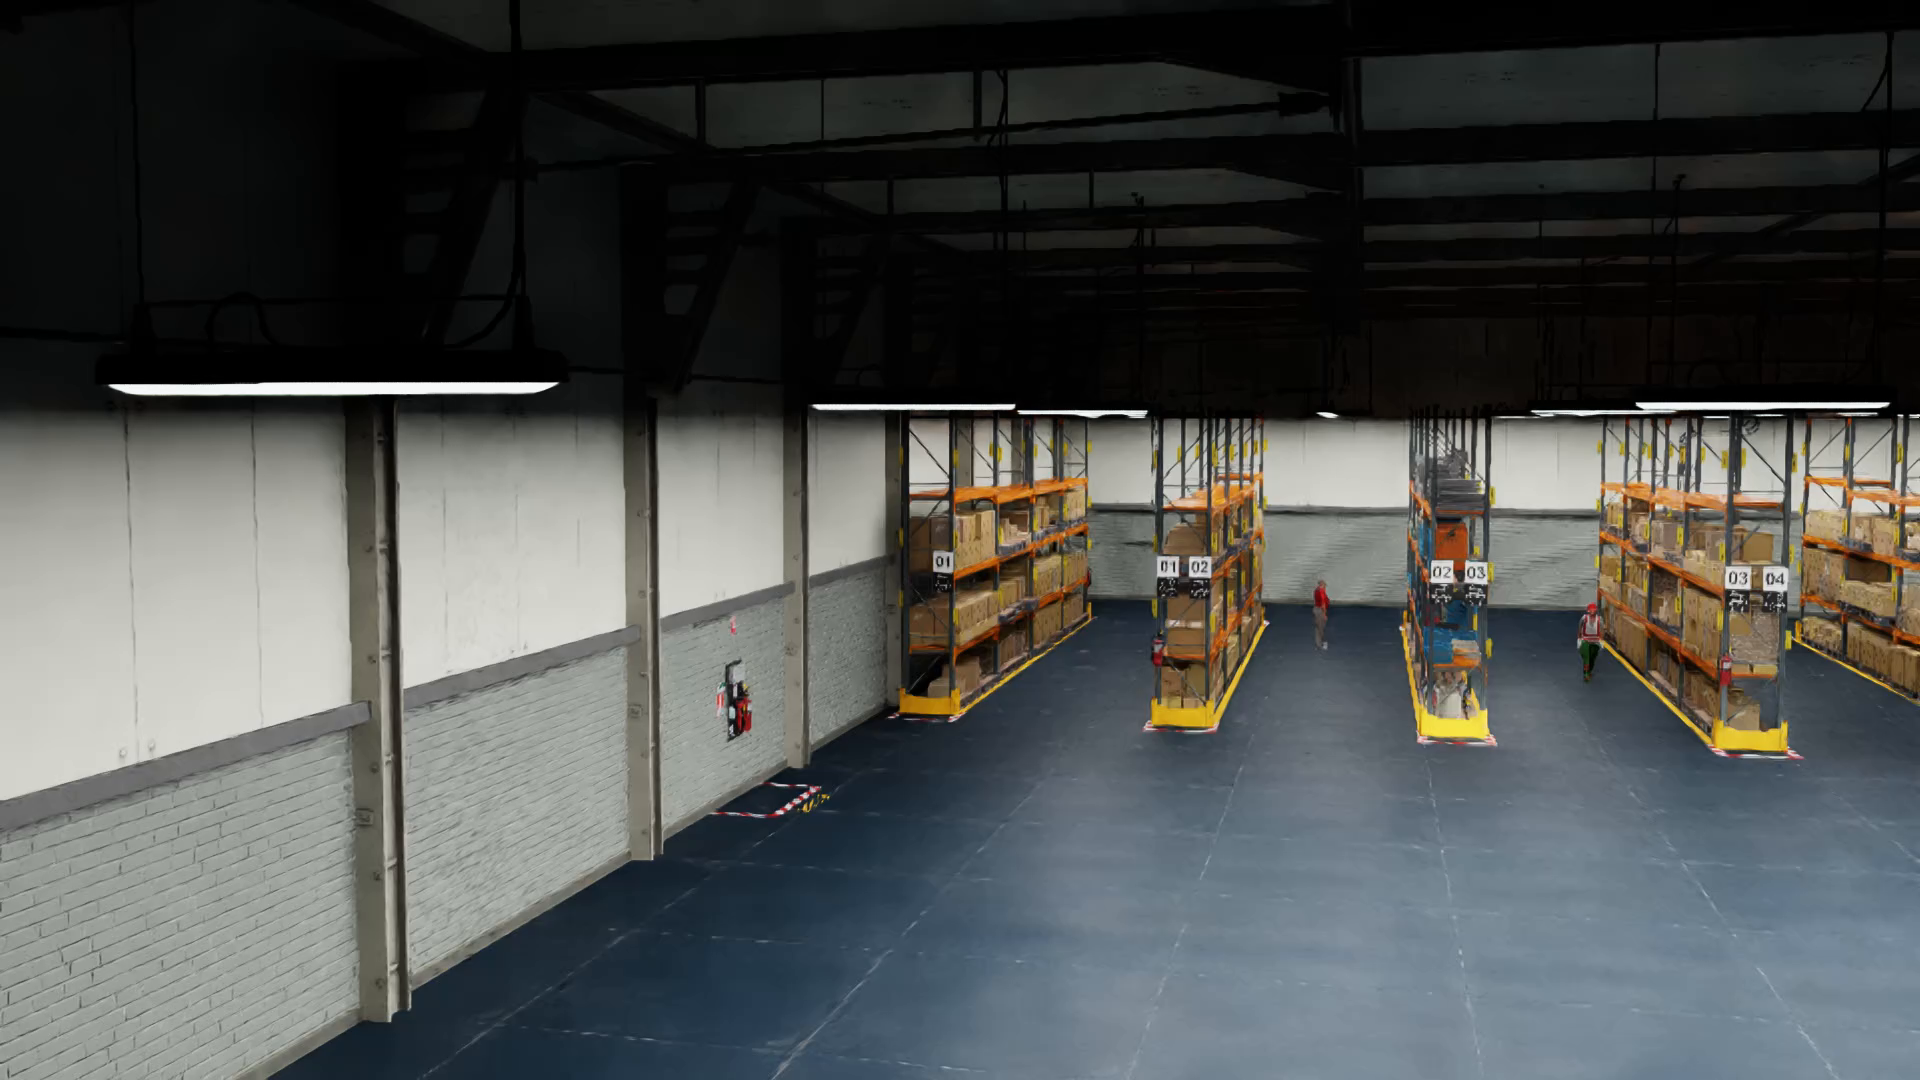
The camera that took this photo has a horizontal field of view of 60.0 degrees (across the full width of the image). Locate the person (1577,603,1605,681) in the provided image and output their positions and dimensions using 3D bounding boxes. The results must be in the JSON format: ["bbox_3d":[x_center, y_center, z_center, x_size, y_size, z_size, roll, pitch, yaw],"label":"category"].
[{"bbox_3d":[13.902,2.228,36.615,0.550,1.709,1.128,1,4,11],"label":"person"}]

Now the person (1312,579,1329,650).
[{"bbox_3d":[9.097,1.852,41.723,0.476,1.738,0.625,-1,4,-8],"label":"person"}]
